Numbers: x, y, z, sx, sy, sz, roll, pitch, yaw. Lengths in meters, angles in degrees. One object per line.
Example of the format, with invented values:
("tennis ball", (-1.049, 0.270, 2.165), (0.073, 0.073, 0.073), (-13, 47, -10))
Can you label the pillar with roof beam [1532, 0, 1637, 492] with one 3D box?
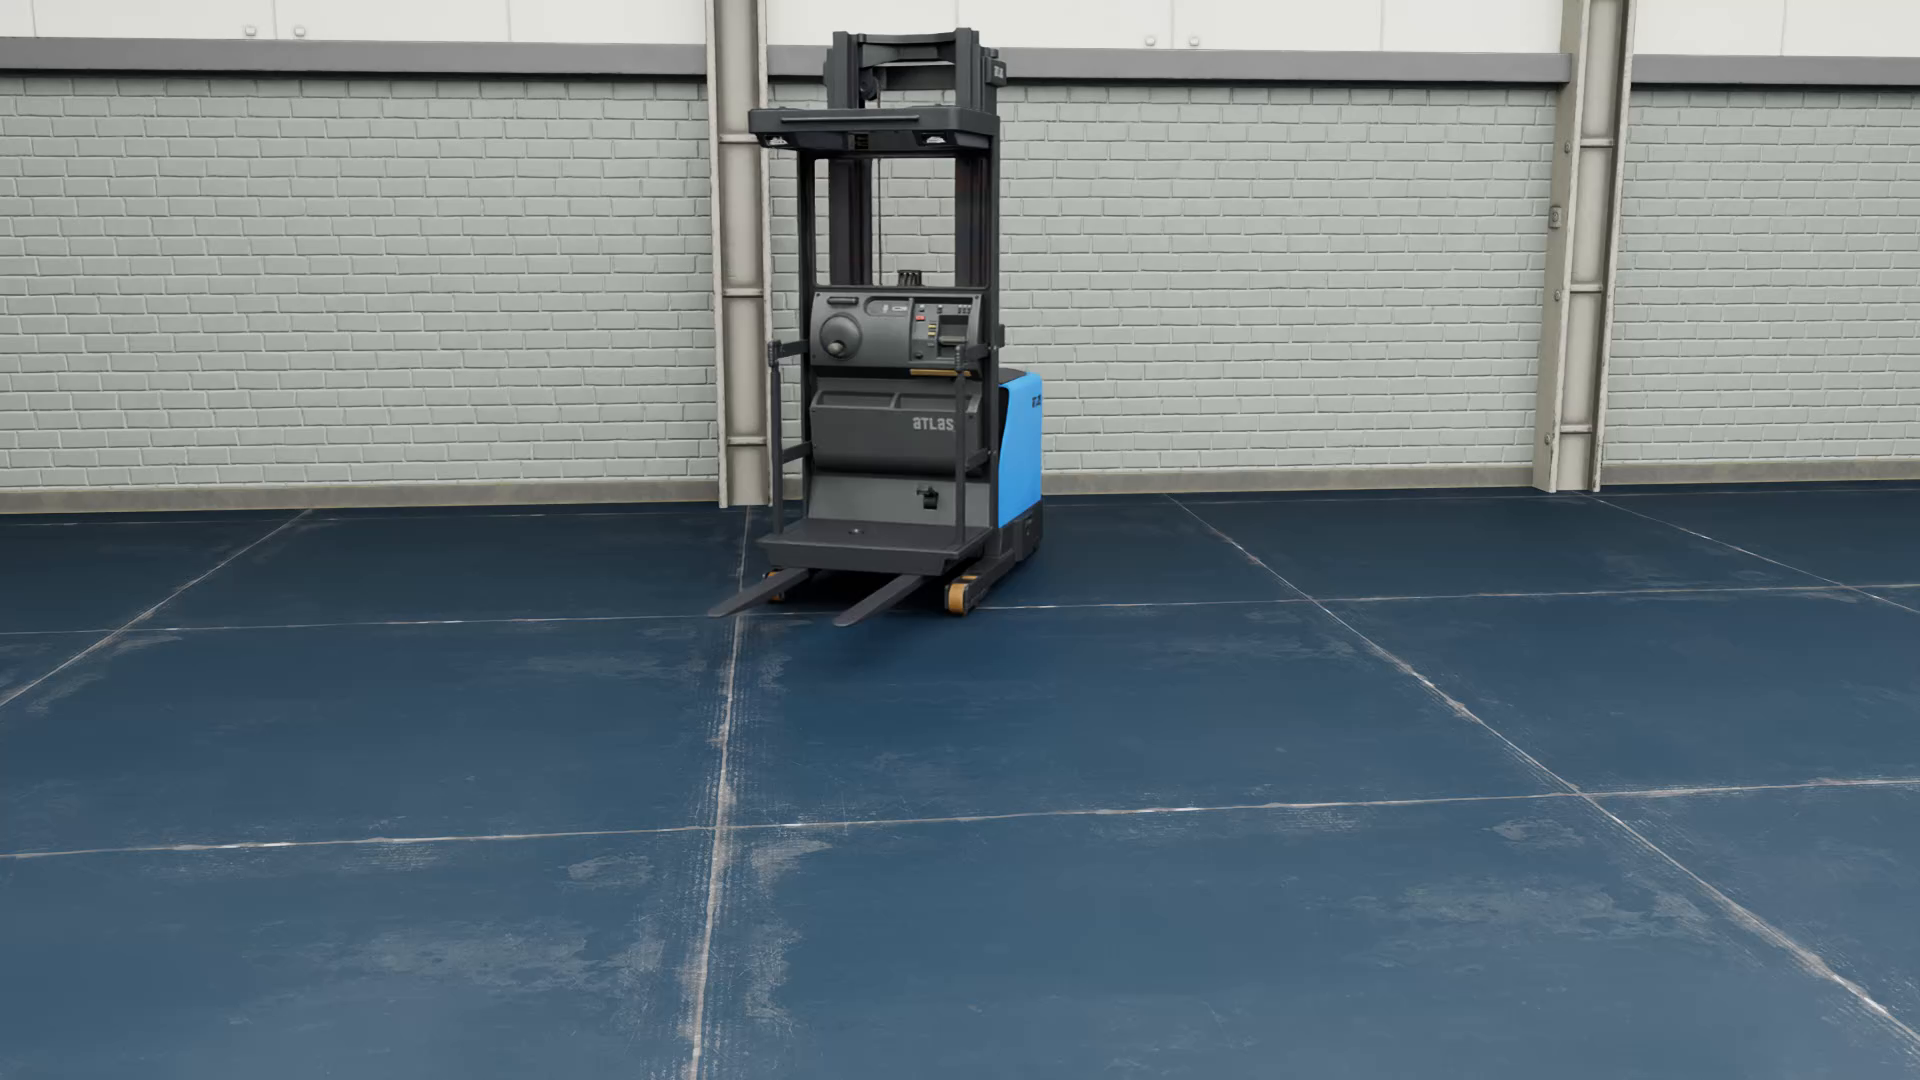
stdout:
("pillar with roof beam", (4.944, -3.972, 7.242), (0.400, 9.000, 9.100), (-1, 11, -6))

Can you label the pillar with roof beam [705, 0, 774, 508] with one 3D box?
("pillar with roof beam", (-1.021, -3.847, 6.606), (0.400, 9.000, 9.100), (-1, 11, -6))

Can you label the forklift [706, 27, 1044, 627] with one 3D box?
("forklift", (-0.399, -1.141, 8.576), (1.130, 2.935, 3.031), (3, 12, 16))
